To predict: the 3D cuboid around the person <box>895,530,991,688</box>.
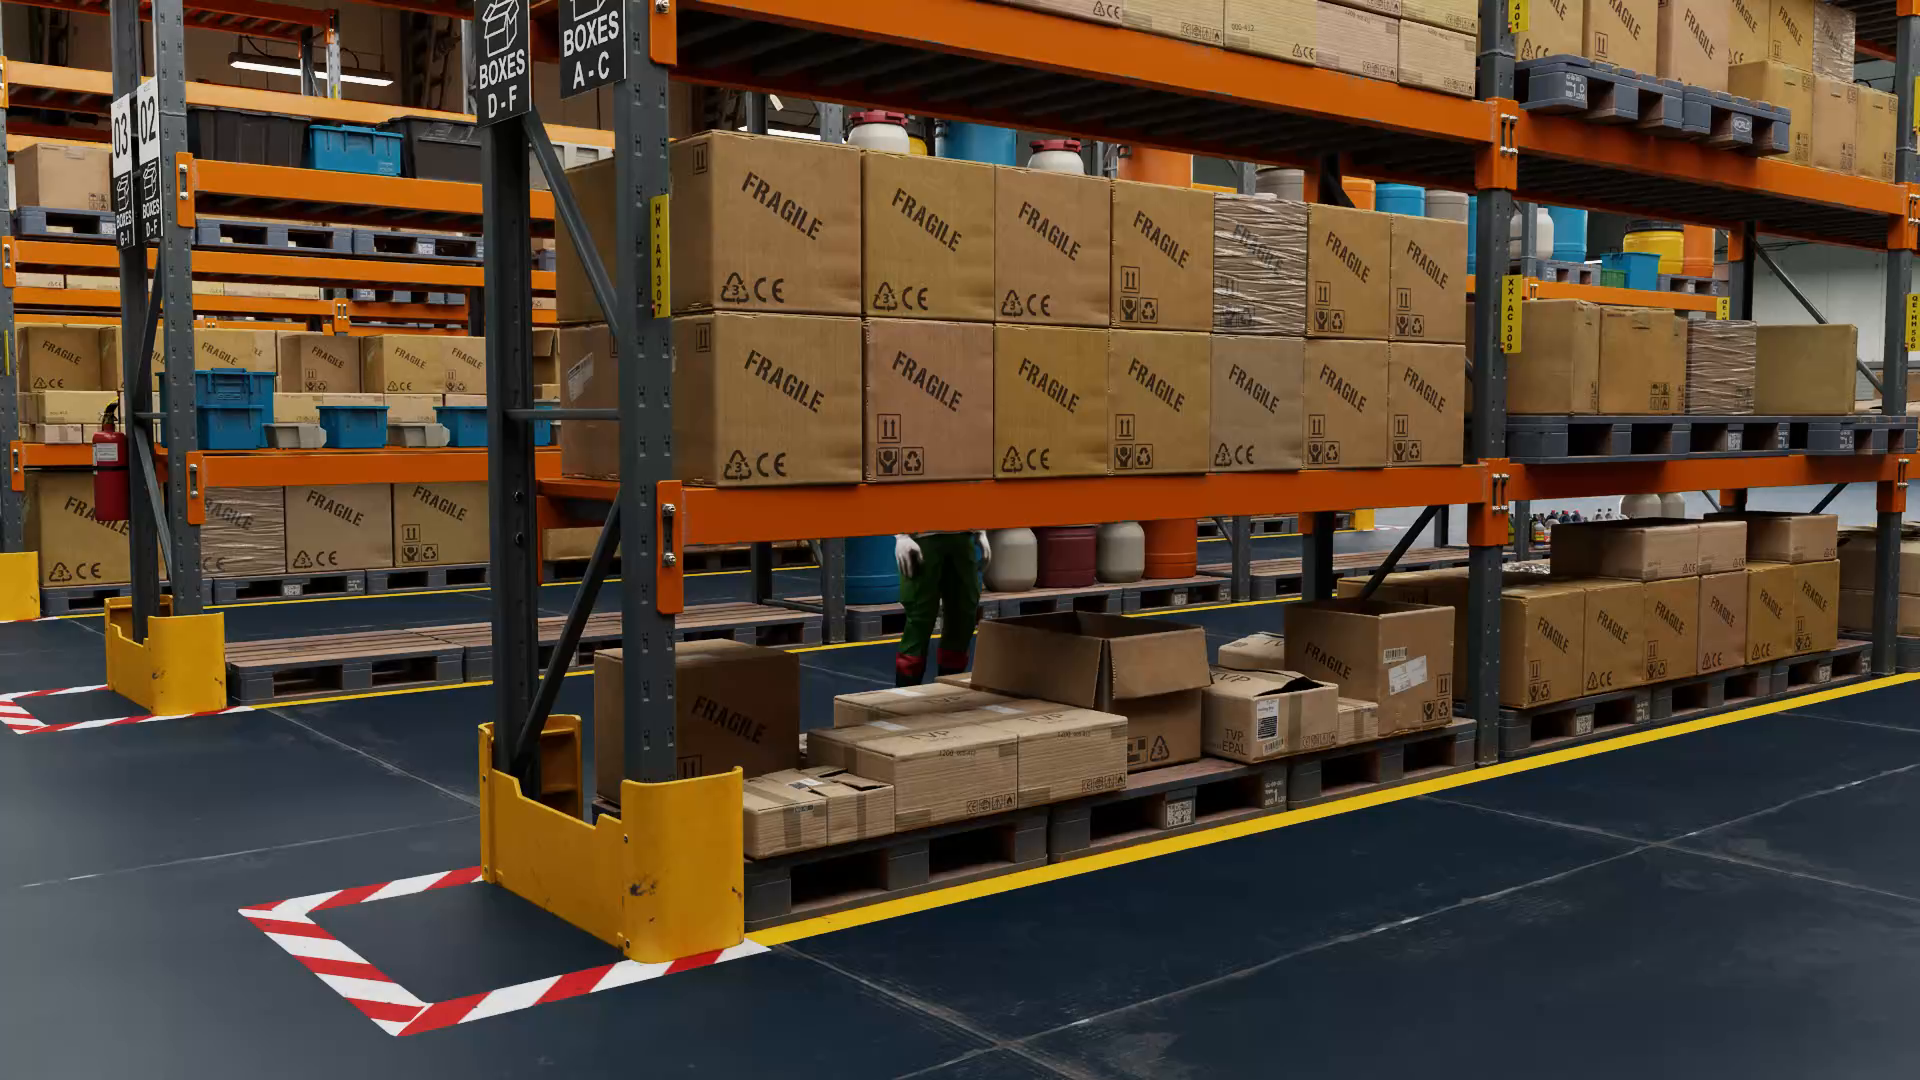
[{"bbox_3d":[-0.084,0.013,8.154,0.613,1.778,0.452,-4,6,-42],"label":"person"}]
